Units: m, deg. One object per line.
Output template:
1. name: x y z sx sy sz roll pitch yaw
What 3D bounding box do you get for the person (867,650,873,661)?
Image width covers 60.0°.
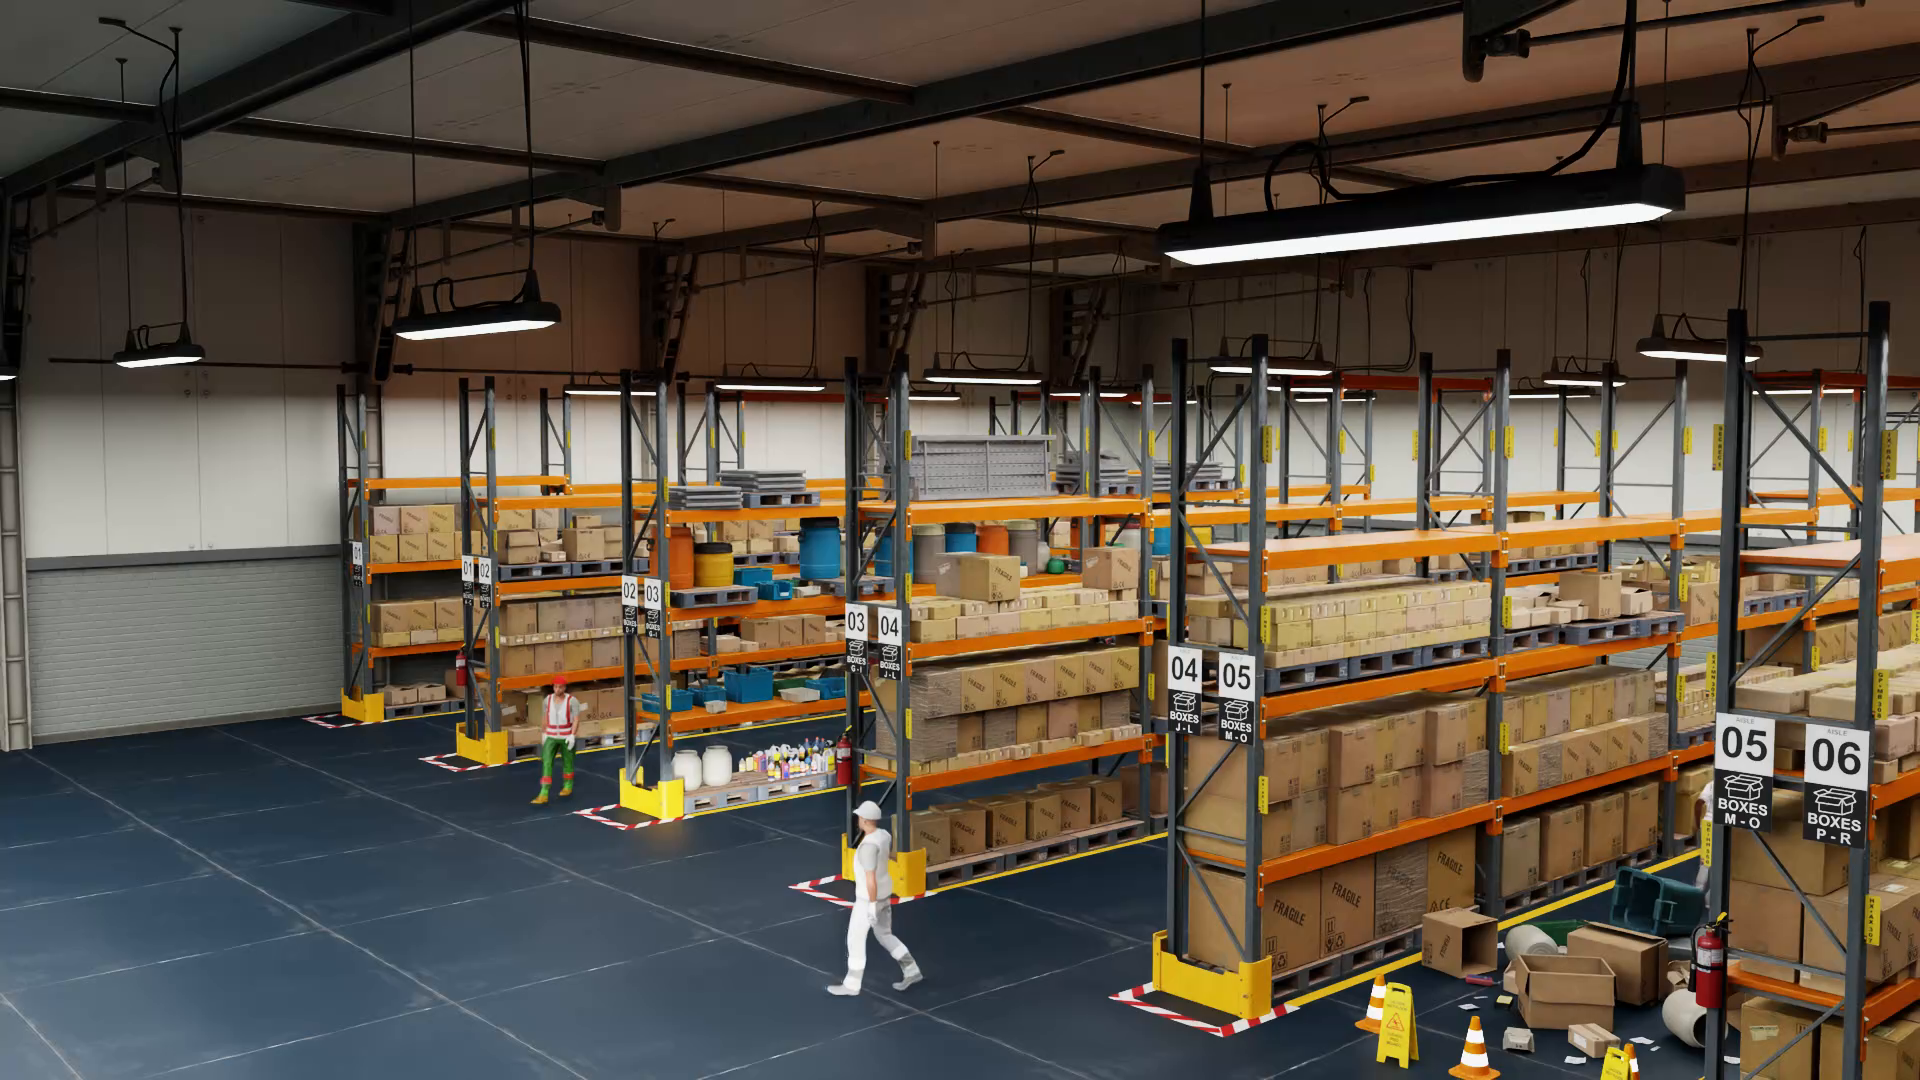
1. person: -1.948 1.898 34.188 0.592 1.513 1.019 2 4 32

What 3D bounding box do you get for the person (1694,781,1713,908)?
1. person: 8.325 3.191 18.171 0.709 1.577 0.503 -3 5 -39

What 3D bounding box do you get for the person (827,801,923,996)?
1. person: -0.768 3.274 15.226 0.832 1.776 0.539 1 4 19

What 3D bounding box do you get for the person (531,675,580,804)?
1. person: -5.594 2.748 23.106 0.603 1.739 0.957 0 4 -5
